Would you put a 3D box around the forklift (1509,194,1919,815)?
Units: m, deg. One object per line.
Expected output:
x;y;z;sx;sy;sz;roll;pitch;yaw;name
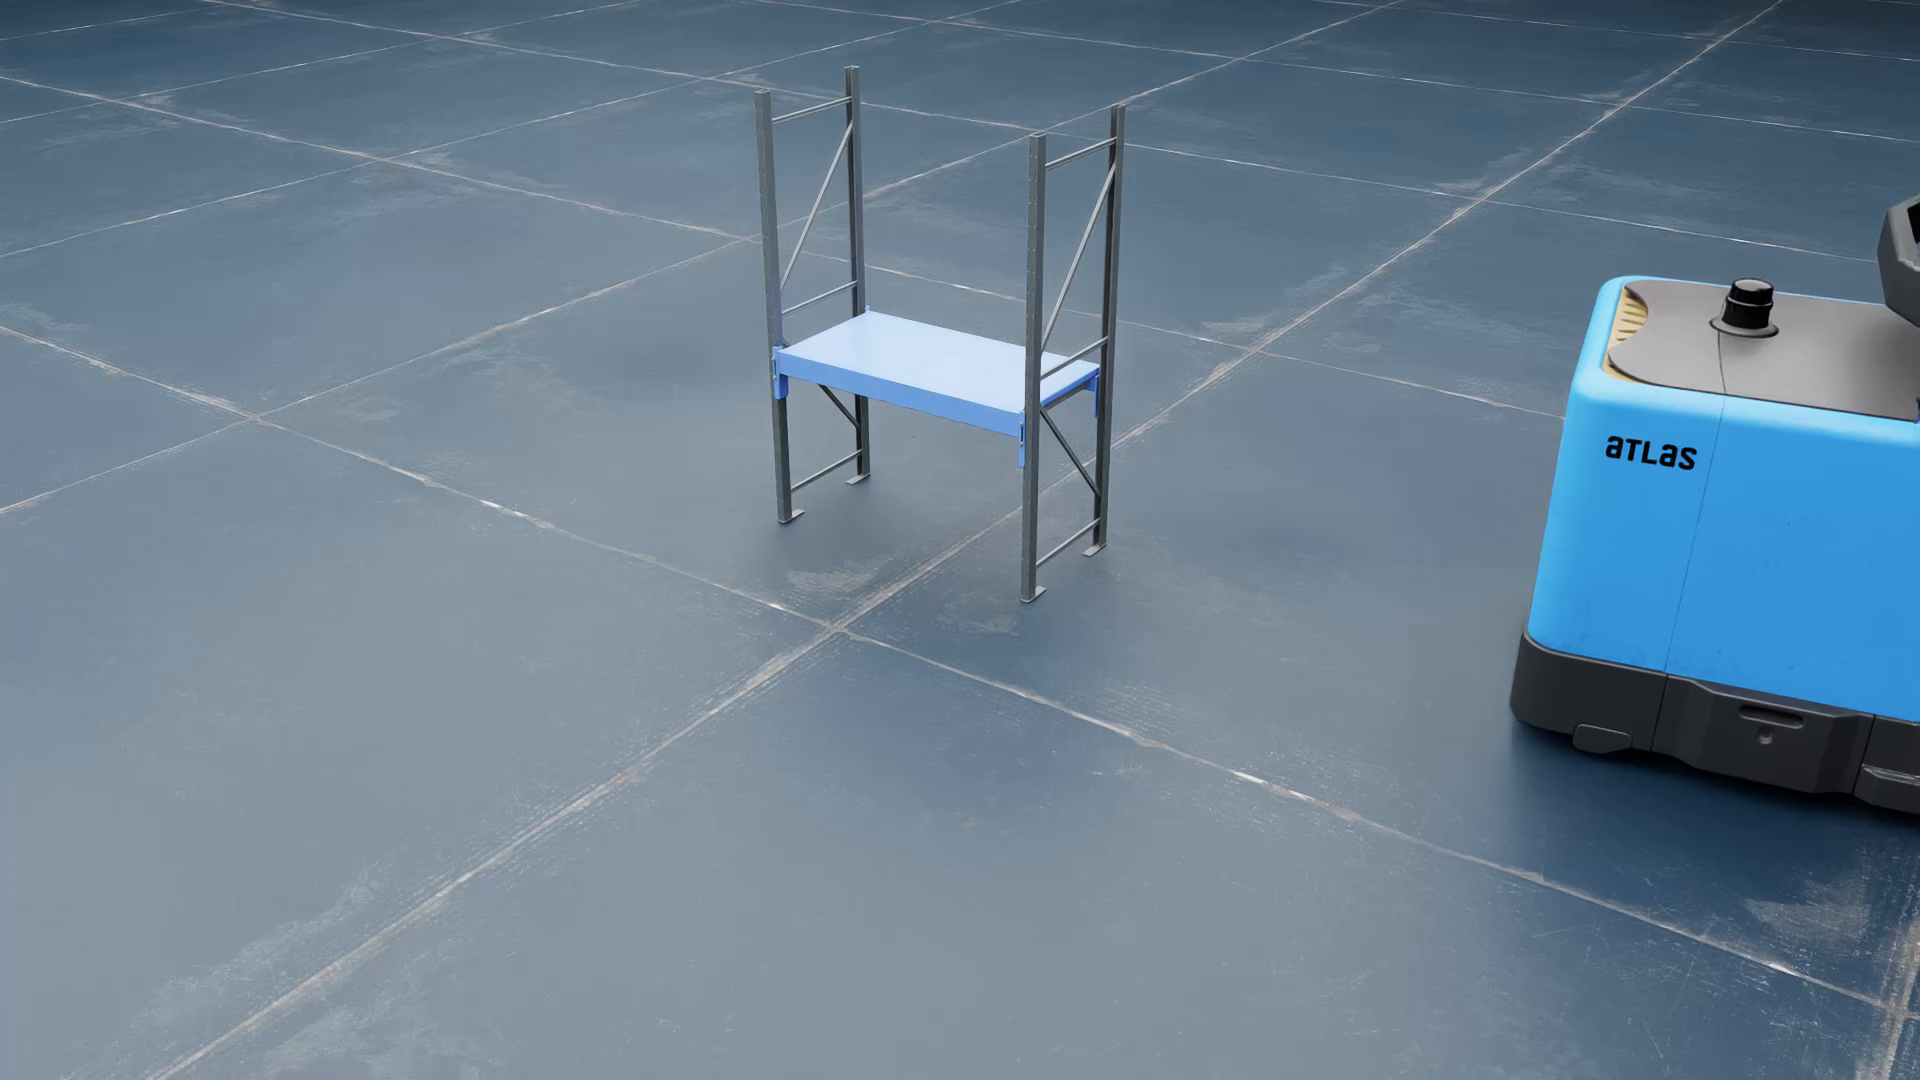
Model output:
3.107;-0.683;3.861;3.031;2.935;1.130;11;29;21;forklift

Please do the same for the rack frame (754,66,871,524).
-0.489;-0.821;5.709;0.032;1.500;0.500;17;32;30;rack frame

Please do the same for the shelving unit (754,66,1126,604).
-0.070;-0.690;5.453;1.048;1.500;0.538;17;32;30;shelving unit

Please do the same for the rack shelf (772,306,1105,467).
-0.070;-0.530;5.534;1.000;0.185;0.538;17;32;30;rack shelf

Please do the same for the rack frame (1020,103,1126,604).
0.349;-0.560;5.196;0.032;1.500;0.500;17;32;30;rack frame
